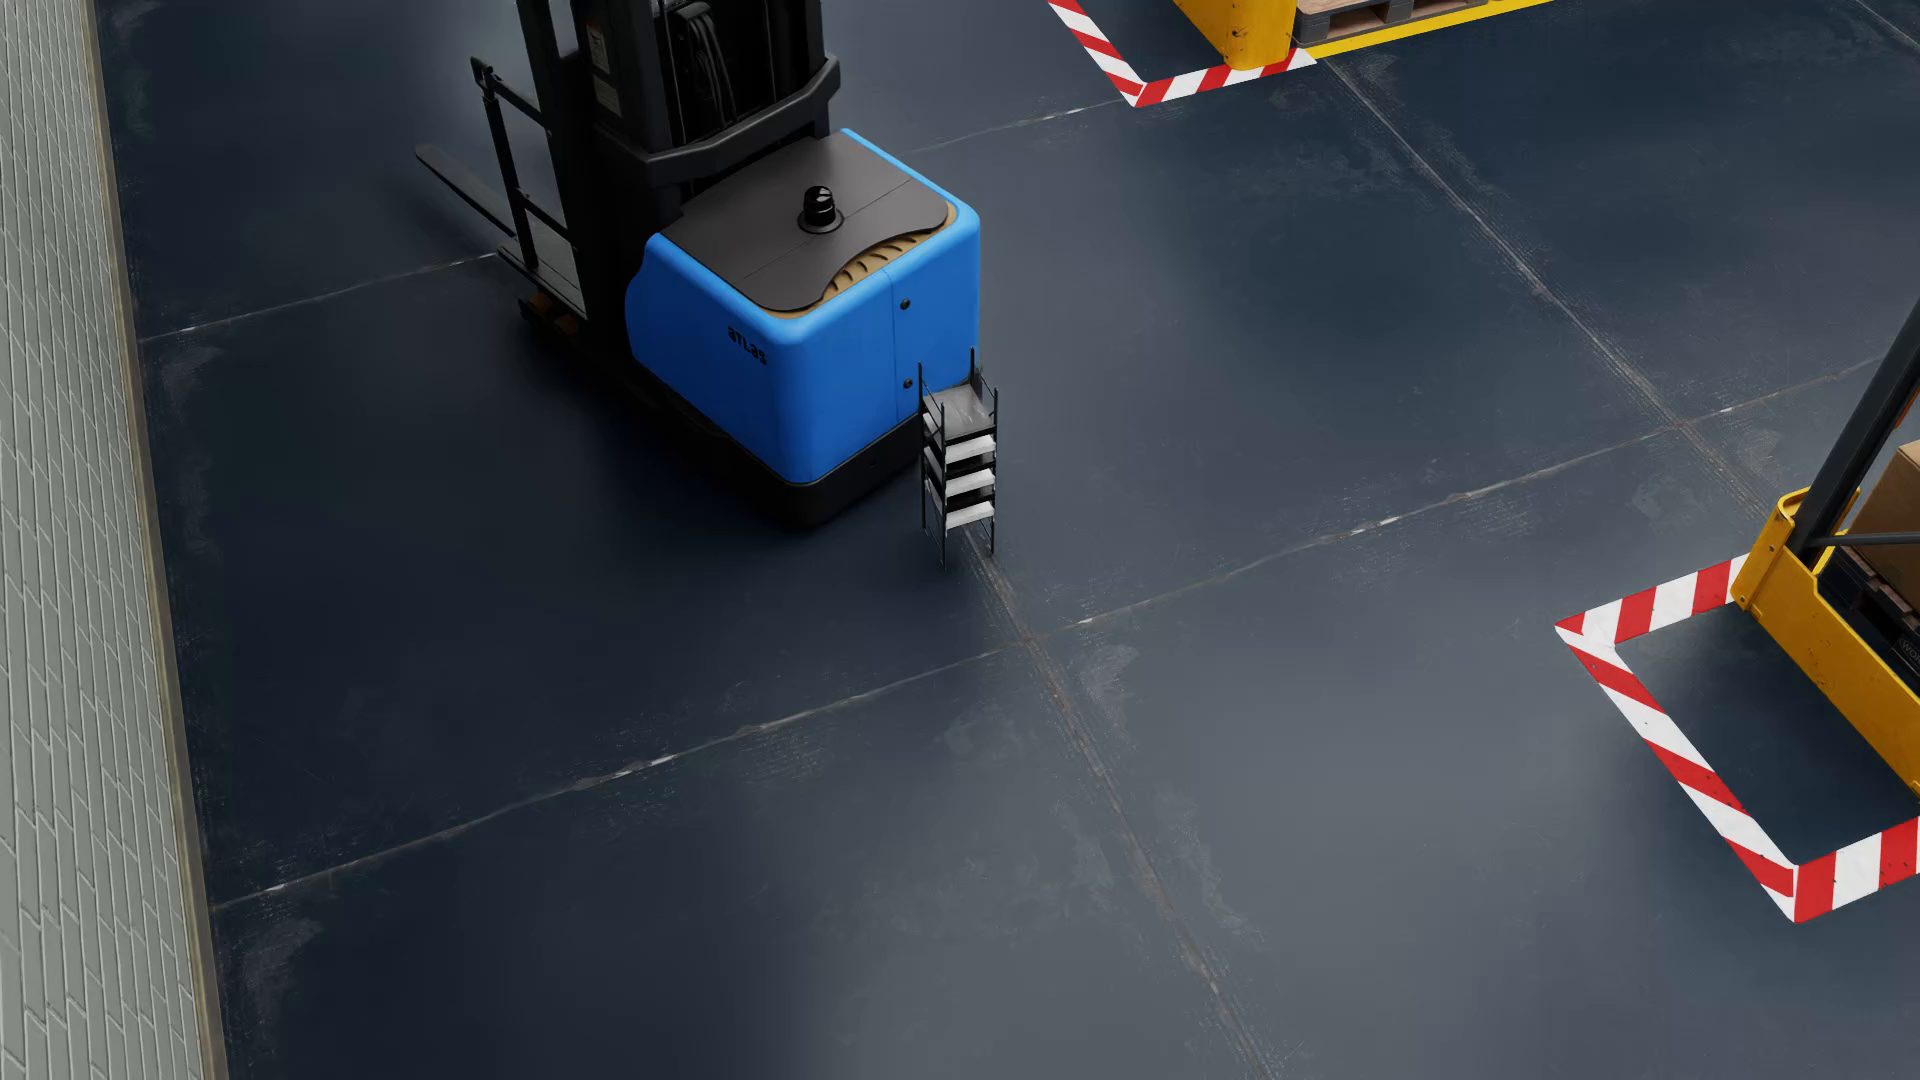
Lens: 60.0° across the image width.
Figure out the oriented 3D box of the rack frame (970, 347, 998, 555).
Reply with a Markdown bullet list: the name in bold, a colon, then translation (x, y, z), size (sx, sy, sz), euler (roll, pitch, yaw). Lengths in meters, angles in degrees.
- **rack frame**: translation (0.087, -0.320, 6.272), size (0.006, 0.900, 0.240), euler (-17, 52, -14)

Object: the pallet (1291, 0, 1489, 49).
- **pallet**: translation (2.169, -3.192, 9.193), size (1.213, 0.211, 1.003), euler (-17, 52, -14)

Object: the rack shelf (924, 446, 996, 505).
- **rack shelf**: translation (-0.008, -0.269, 6.273), size (0.200, 0.077, 0.258), euler (-17, 52, -14)

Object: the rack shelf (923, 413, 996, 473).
- **rack shelf**: translation (-0.008, -0.386, 6.136), size (0.200, 0.077, 0.258), euler (-17, 52, -14)

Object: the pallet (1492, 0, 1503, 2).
- **pallet**: translation (3.297, -3.539, 9.491), size (1.213, 0.211, 1.003), euler (-17, 52, -14)

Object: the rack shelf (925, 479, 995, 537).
- **rack shelf**: translation (-0.008, -0.152, 6.409), size (0.200, 0.077, 0.258), euler (-17, 52, -14)

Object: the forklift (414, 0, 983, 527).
- **forklift**: translation (-1.297, -2.023, 6.396), size (1.130, 2.935, 3.031), euler (-37, 58, -27)

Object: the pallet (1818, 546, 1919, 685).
- **pallet**: translation (4.069, 0.246, 6.240), size (1.213, 0.211, 1.003), euler (-17, 52, -14)

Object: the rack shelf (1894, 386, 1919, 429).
- **rack shelf**: translation (5.112, -0.750, 5.732), size (4.000, 0.370, 1.077), euler (-17, 52, -14)

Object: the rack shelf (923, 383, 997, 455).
- **rack shelf**: translation (-0.008, -0.445, 6.068), size (0.200, 0.077, 0.258), euler (-17, 52, -14)

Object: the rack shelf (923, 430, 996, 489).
- **rack shelf**: translation (-0.008, -0.328, 6.204), size (0.200, 0.077, 0.258), euler (-17, 52, -14)

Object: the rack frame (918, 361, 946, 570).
- **rack frame**: translation (-0.102, -0.262, 6.222), size (0.006, 0.900, 0.240), euler (-17, 52, -14)

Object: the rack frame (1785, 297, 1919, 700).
- **rack frame**: translation (3.261, -0.411, 4.966), size (0.127, 3.000, 1.000), euler (-17, 52, -14)

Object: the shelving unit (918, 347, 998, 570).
- **shelving unit**: translation (-0.008, -0.291, 6.247), size (0.210, 0.900, 0.258), euler (-17, 52, -14)

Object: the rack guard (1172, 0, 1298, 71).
- **rack guard**: translation (1.374, -3.061, 8.890), size (0.348, 0.500, 1.175), euler (-17, 52, -14)

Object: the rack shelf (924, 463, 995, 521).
- **rack shelf**: translation (-0.008, -0.211, 6.341), size (0.200, 0.077, 0.258), euler (-17, 52, -14)

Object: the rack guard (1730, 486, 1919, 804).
- **rack guard**: translation (3.331, 0.382, 5.933), size (0.348, 0.500, 1.175), euler (-17, 52, -14)

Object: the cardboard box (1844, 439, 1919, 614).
- **cardboard box**: translation (3.671, -0.069, 6.030), size (0.500, 0.500, 0.500), euler (-17, 52, -14)
